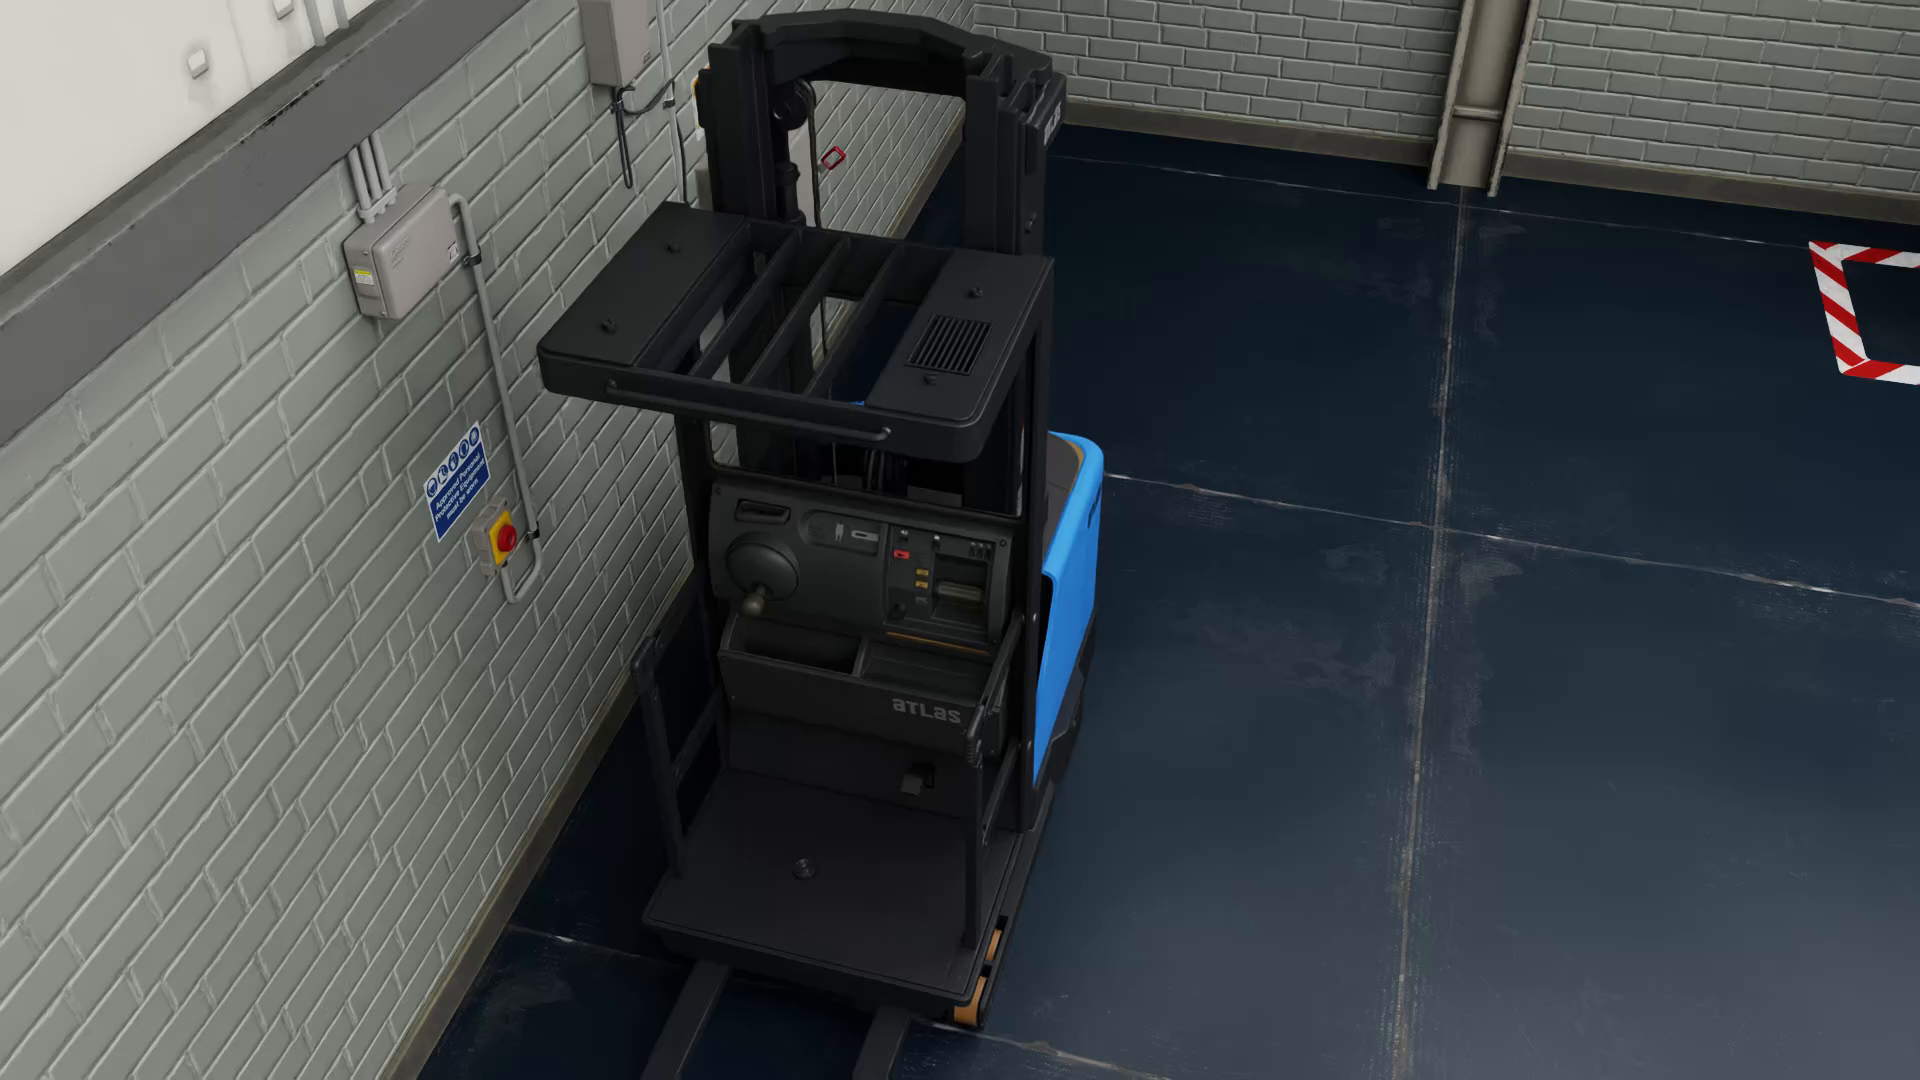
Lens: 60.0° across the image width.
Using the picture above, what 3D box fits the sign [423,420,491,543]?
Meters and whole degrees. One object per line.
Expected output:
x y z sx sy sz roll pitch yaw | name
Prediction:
-1.483 -0.175 4.916 0.001 0.218 0.327 10 41 11 | sign

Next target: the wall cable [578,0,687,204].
-1.056 -1.363 5.751 0.122 1.984 0.588 10 41 11 | wall cable

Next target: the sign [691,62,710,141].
-0.942 -1.688 6.286 0.001 0.242 0.339 10 41 11 | sign

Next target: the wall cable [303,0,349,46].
-1.526 -2.236 2.915 0.029 3.000 0.463 10 41 11 | wall cable

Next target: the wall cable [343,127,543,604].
-1.412 -0.492 4.689 0.123 1.953 0.585 10 41 11 | wall cable

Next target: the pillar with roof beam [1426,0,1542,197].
1.836 -2.884 3.686 0.400 9.000 9.100 10 41 11 | pillar with roof beam

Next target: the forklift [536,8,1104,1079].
-0.363 0.158 4.782 1.130 2.935 3.031 10 41 12 | forklift

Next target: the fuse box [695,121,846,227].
-0.728 -0.879 6.966 0.414 1.711 0.539 10 41 11 | fuse box
